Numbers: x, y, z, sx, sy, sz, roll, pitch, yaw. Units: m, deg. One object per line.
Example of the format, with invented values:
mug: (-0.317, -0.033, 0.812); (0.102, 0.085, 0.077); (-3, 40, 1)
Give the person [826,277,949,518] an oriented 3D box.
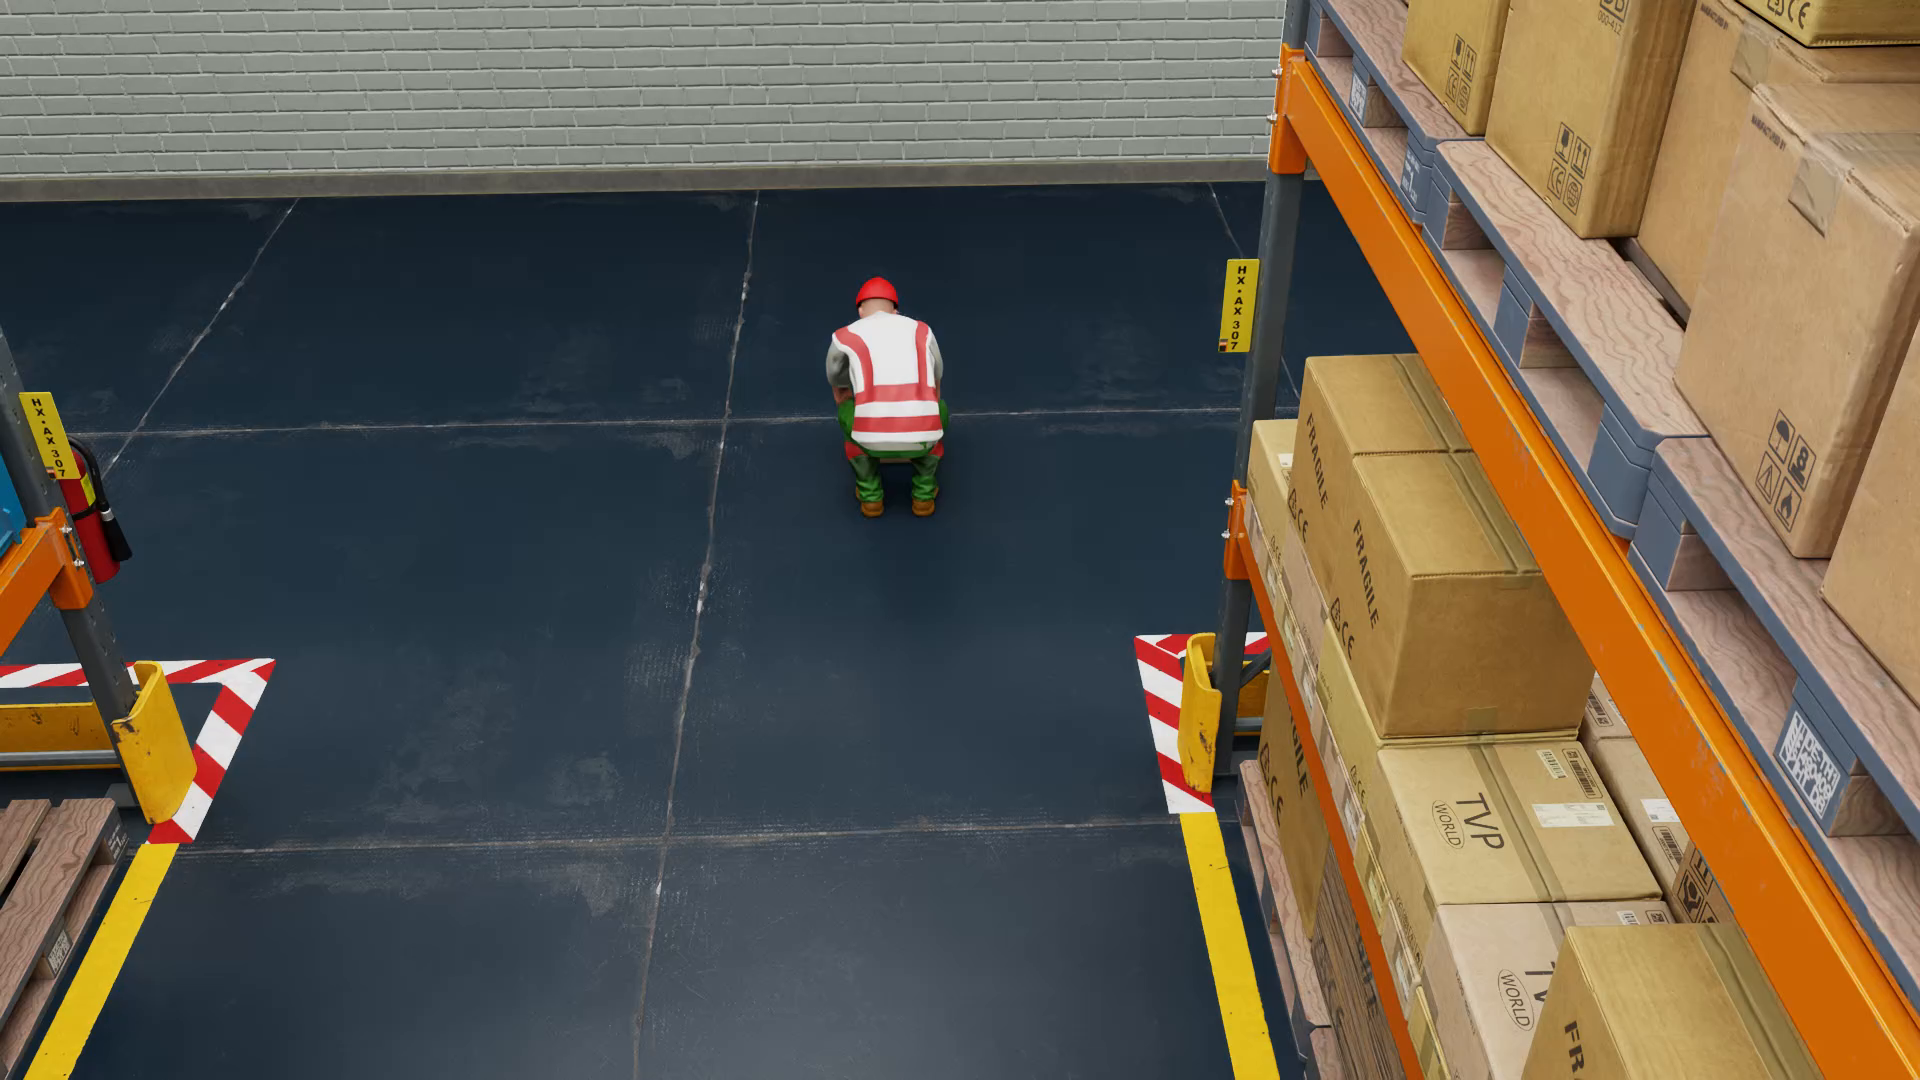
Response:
person: (-0.336, -0.639, 7.773); (0.570, 0.955, 0.882); (-2, 35, -2)
